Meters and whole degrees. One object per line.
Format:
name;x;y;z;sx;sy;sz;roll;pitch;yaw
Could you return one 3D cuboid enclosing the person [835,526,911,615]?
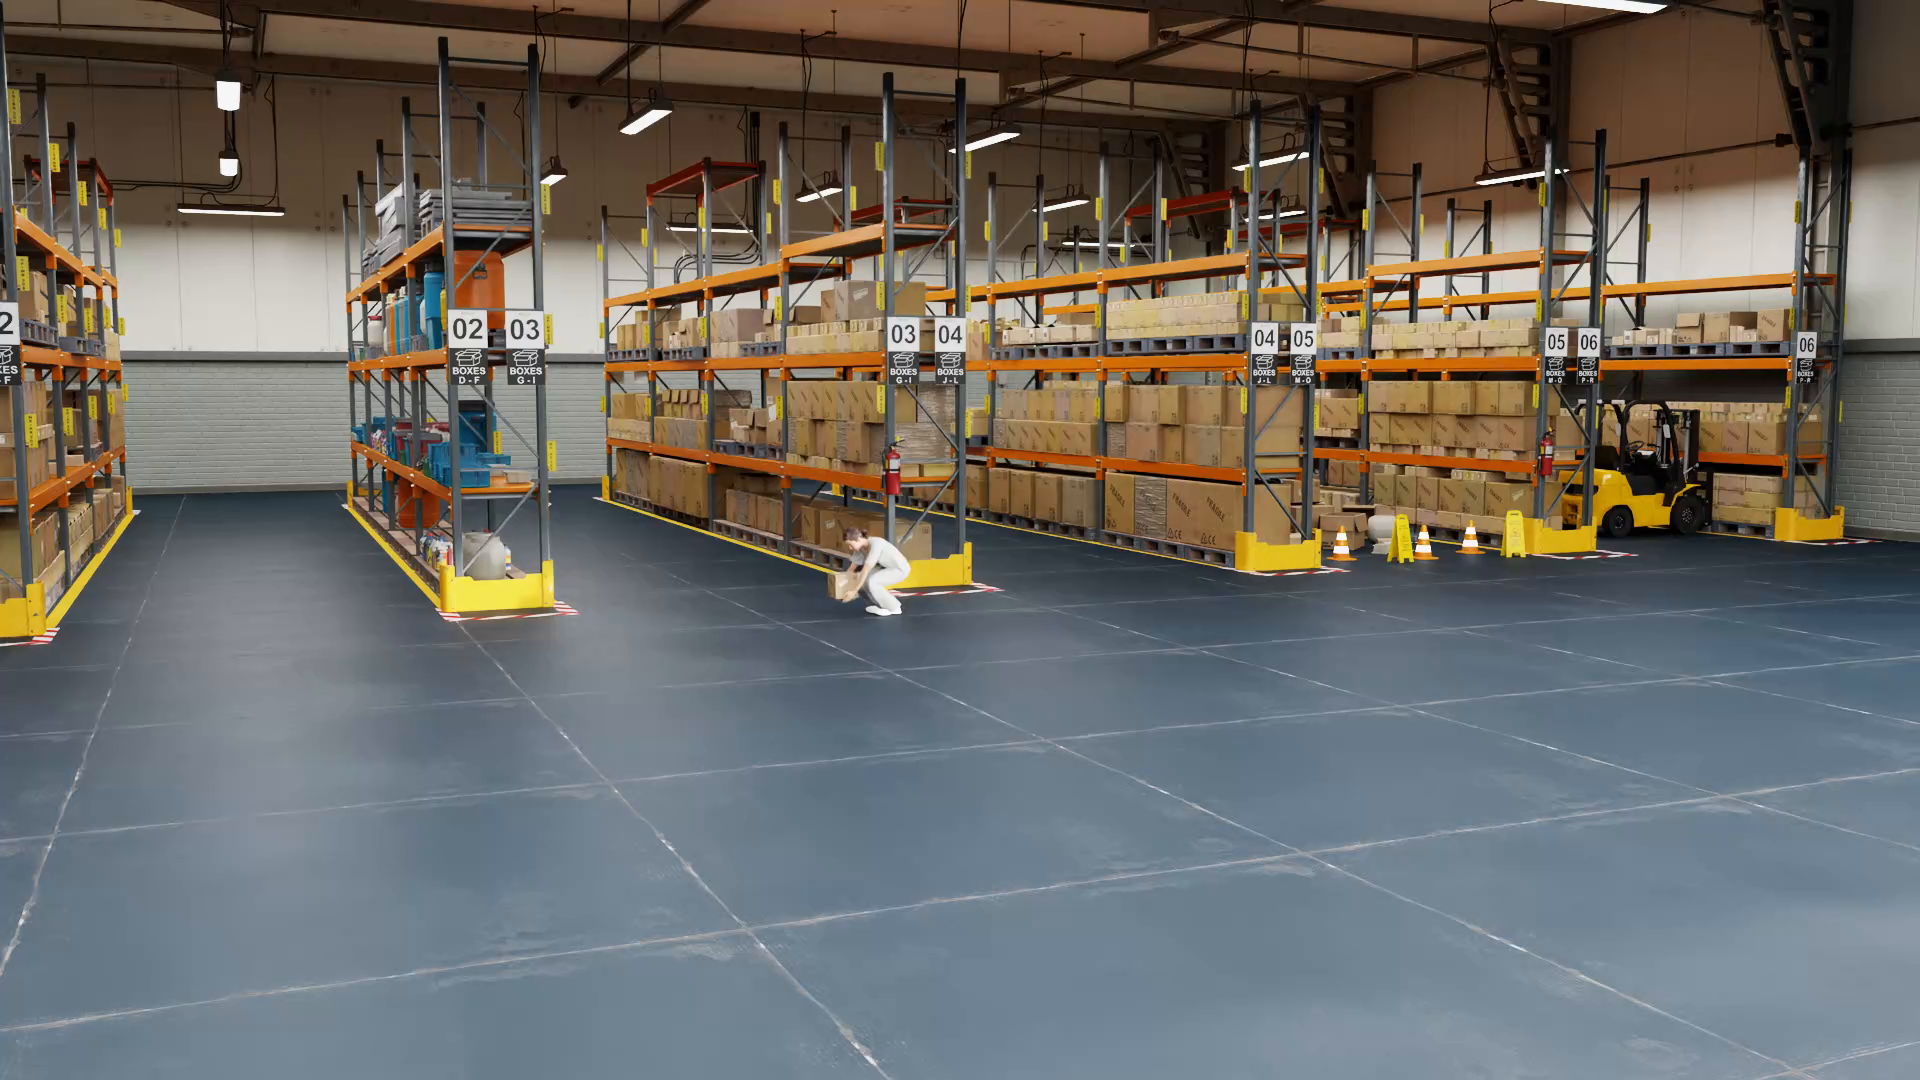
person;-0.909;0.316;17.513;0.801;0.946;0.487;-2;6;-24
